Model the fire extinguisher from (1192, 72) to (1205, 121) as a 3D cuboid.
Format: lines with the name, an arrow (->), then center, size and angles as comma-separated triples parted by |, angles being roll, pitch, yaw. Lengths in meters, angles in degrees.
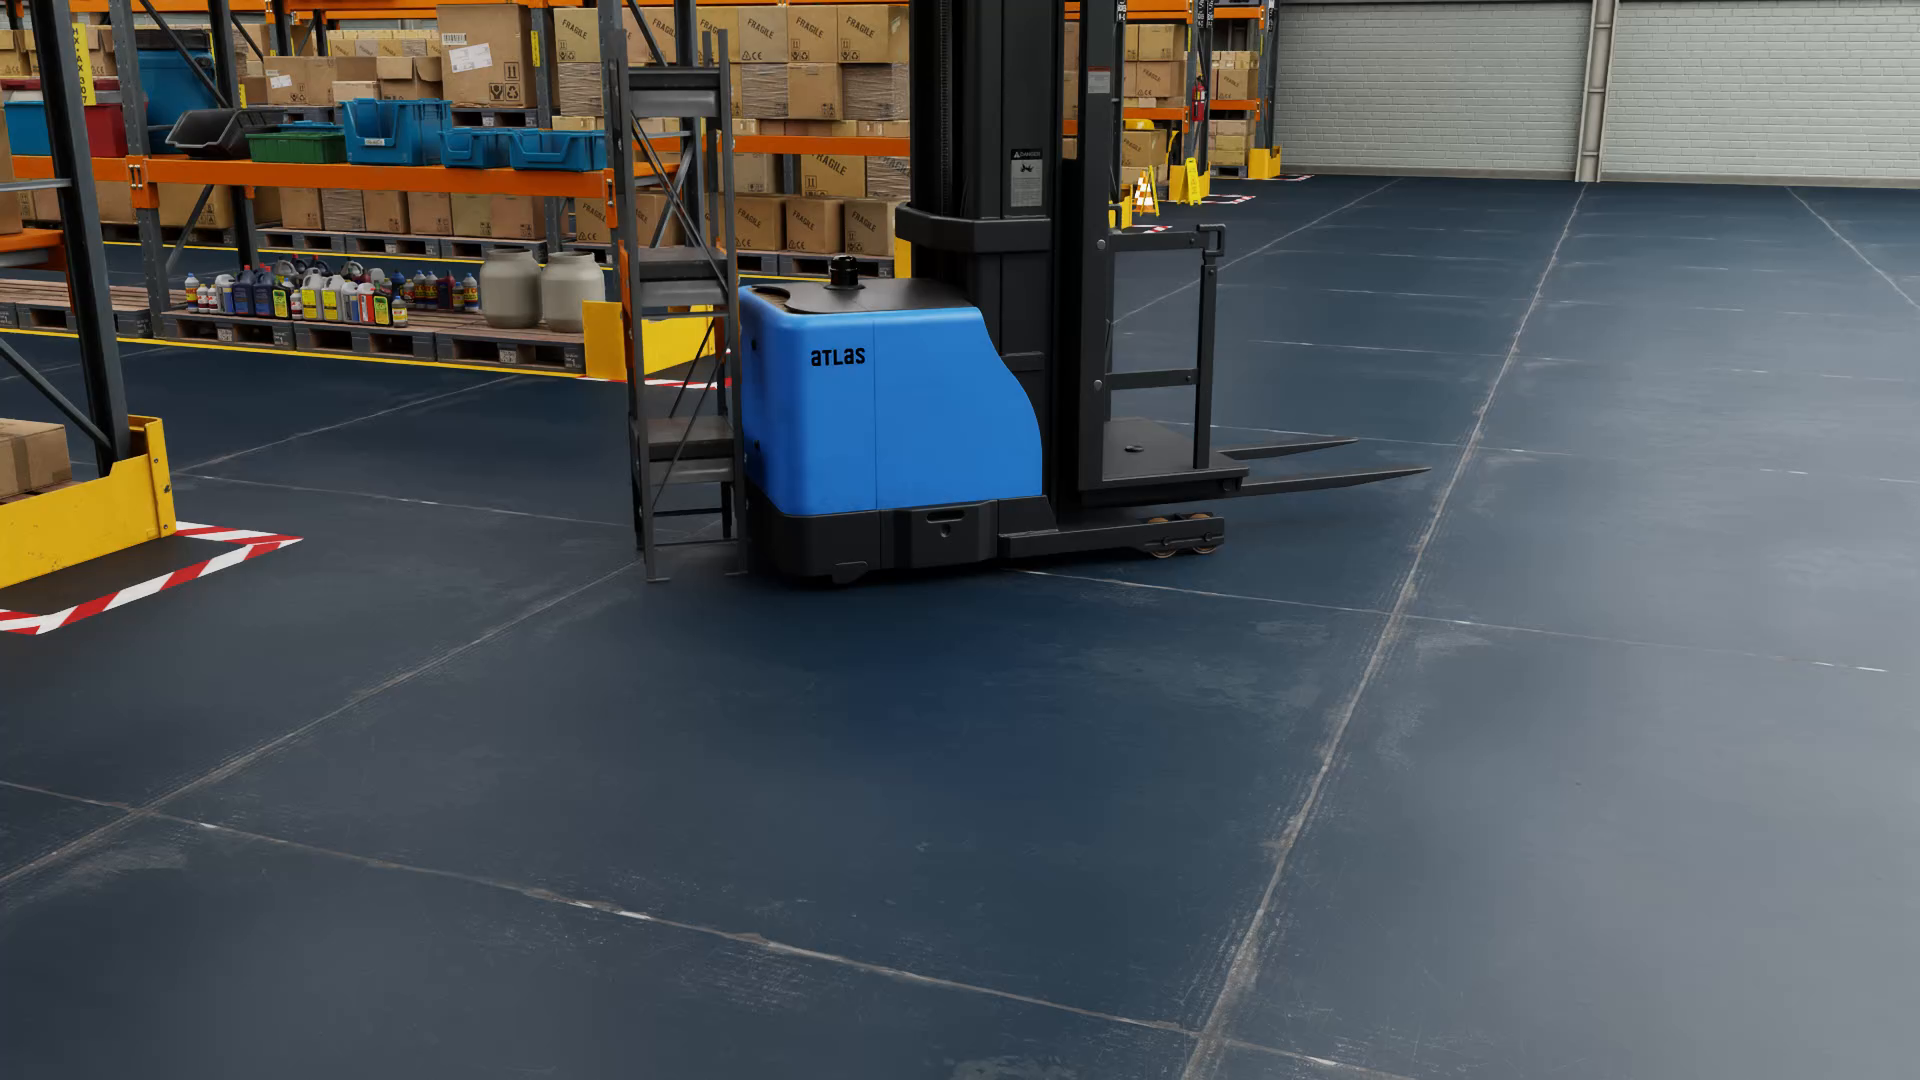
fire extinguisher -> 3.398, -6.322, 23.709 | 0.183, 0.674, 0.296 | 6, 17, 21

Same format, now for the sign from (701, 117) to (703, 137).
sign -> -1.787, -2.911, 11.323 | 0.005, 0.325, 0.100 | 6, 17, 21

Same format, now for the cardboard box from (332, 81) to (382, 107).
cardboard box -> -6.143, -4.637, 17.282 | 0.500, 0.250, 0.500 | 6, 17, 19

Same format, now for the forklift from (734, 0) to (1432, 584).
forklift -> 0.587, -1.465, 6.962 | 3.031, 2.935, 1.130 | -6, 17, -18

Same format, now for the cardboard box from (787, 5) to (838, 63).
cardboard box -> -1.245, -4.633, 15.246 | 0.500, 0.500, 0.500 | 6, 17, 21

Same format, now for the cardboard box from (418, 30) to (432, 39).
cardboard box -> -9.027, -8.627, 28.374 | 0.250, 0.149, 0.380 | 6, 17, 20

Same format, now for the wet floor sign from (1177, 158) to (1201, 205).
wet floor sign -> 3.245, -5.063, 23.455 | 0.232, 0.644, 0.267 | 14, 21, 40

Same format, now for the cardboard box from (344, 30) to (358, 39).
cardboard box -> -10.473, -8.772, 28.872 | 0.250, 0.149, 0.380 | 6, 17, 19

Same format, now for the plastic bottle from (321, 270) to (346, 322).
plastic bottle -> -4.371, -1.712, 11.652 | 0.185, 0.351, 0.144 | 7, 18, 23

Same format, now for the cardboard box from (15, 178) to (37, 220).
cardboard box -> -10.736, -4.269, 19.555 | 0.875, 0.875, 1.225 | 6, 17, 21

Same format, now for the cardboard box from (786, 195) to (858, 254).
cardboard box -> -1.319, -3.042, 16.001 | 0.500, 0.500, 0.500 | 12, 20, 35

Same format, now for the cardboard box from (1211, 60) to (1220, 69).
cardboard box -> 4.386, -8.161, 28.563 | 0.250, 0.149, 0.380 | 7, 17, 22

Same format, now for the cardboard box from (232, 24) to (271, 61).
cardboard box -> -9.961, -7.073, 23.650 | 0.500, 0.500, 0.500 | 6, 17, 19

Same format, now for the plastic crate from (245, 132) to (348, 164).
plastic crate -> -4.554, -2.731, 11.580 | 0.662, 0.188, 0.450 | 6, 17, 21

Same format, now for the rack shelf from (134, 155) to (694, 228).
rack shelf -> -3.853, -2.495, 11.677 | 4.000, 0.370, 1.077 | 6, 17, 21

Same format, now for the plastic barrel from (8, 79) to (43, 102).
plastic barrel -> -7.206, -3.340, 13.054 | 0.433, 0.535, 0.433 | 0, 16, 0

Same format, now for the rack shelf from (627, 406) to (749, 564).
rack shelf -> -1.112, -0.234, 6.773 | 0.431, 0.518, 0.480 | -4, 17, -15

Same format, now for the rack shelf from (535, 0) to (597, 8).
rack shelf -> -2.036, -5.220, 15.683 | 4.000, 0.370, 1.077 | 6, 17, 21

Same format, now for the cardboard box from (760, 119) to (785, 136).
cardboard box -> -1.685, -3.899, 15.673 | 0.250, 0.149, 0.380 | 6, 17, 21

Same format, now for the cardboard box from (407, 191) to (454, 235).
cardboard box -> -5.417, -3.519, 17.610 | 0.500, 0.500, 0.700 | 5, 17, 16

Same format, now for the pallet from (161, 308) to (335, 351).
pallet -> -5.104, -1.626, 12.396 | 1.213, 0.211, 1.003 | 6, 17, 21

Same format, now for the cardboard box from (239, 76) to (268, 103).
cardboard box -> -7.970, -4.907, 18.516 | 0.500, 0.500, 0.500 | 7, 18, 22

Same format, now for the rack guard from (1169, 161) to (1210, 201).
rack guard -> 3.390, -5.298, 24.525 | 0.348, 0.500, 1.175 | 6, 17, 21

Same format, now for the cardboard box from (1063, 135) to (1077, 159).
cardboard box -> 1.084, -4.430, 20.110 | 0.875, 0.875, 0.875 | 6, 17, 21

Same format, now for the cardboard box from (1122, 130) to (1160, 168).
cardboard box -> 2.620, -5.746, 24.419 | 0.500, 0.500, 0.500 | 6, 17, 21

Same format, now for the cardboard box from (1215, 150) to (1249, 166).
cardboard box -> 4.726, -6.625, 28.794 | 0.500, 0.250, 0.500 | 6, 17, 21

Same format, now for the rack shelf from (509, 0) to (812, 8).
rack shelf -> -3.843, -6.905, 21.488 | 4.000, 0.370, 1.077 | 6, 17, 21

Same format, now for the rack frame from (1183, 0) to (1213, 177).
rack frame -> 3.461, -6.490, 24.150 | 0.127, 3.000, 1.000 | 6, 17, 21

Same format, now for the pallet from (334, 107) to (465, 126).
pallet -> -5.761, -4.454, 17.481 | 1.213, 0.211, 1.003 | 6, 17, 21

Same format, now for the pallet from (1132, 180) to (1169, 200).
pallet -> 2.647, -5.251, 24.883 | 1.213, 0.211, 1.003 | 6, 17, 21

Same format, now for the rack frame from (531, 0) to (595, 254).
rack frame -> -3.896, -4.329, 16.706 | 0.127, 3.000, 1.000 | 6, 17, 21

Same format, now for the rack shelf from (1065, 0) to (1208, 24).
rack shelf -> 1.600, -7.790, 24.537 | 4.000, 0.370, 1.077 | 6, 17, 21

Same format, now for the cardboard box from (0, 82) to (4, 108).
cardboard box -> -4.100, -1.807, 6.674 | 0.250, 0.149, 0.380 | 6, 17, 20

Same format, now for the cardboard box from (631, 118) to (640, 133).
cardboard box -> -3.100, -4.038, 16.154 | 0.250, 0.149, 0.380 | 6, 17, 21

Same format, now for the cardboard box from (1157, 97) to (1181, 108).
cardboard box -> 3.034, -6.352, 24.125 | 0.250, 0.149, 0.380 | 7, 18, 22

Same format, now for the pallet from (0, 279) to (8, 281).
pallet -> -8.728, -2.025, 13.772 | 1.213, 0.211, 1.003 | 6, 17, 21

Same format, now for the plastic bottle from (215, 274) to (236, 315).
plastic bottle -> -5.267, -1.776, 12.006 | 0.135, 0.276, 0.152 | 7, 18, 23

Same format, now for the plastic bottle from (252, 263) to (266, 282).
plastic bottle -> -5.062, -1.831, 12.063 | 0.185, 0.351, 0.144 | 6, 17, 21

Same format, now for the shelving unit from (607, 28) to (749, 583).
shelving unit -> -1.112, -0.919, 6.574 | 0.431, 2.100, 0.503 | -4, 17, -15

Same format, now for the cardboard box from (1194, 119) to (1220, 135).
cardboard box -> 4.259, -7.156, 28.829 | 0.500, 0.250, 0.500 | 7, 17, 22

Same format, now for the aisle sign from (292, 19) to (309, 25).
aisle sign -> -11.597, -9.308, 29.191 | 0.004, 0.787, 0.394 | 6, 17, 21

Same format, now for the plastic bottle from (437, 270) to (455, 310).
plastic bottle -> -3.769, -1.836, 12.202 | 0.133, 0.283, 0.061 | 7, 17, 22

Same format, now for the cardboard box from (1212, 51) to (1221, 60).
cardboard box -> 4.374, -8.299, 28.505 | 0.250, 0.149, 0.380 | 7, 17, 22

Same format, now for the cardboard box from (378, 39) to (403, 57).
cardboard box -> -9.652, -8.380, 28.685 | 0.500, 0.500, 0.500 | 6, 17, 21

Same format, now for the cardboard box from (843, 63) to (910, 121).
cardboard box -> -0.677, -4.174, 15.459 | 0.500, 0.500, 0.875 | 6, 17, 21

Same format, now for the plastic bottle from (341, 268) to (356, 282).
plastic bottle -> -4.544, -1.878, 12.347 | 0.133, 0.283, 0.061 | 6, 17, 21

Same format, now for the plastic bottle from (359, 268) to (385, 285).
plastic bottle -> -4.380, -1.886, 12.388 | 0.135, 0.276, 0.152 | 7, 17, 22

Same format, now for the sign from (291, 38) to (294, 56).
sign -> -7.427, -5.398, 18.453 | 0.005, 0.325, 0.100 | 6, 17, 21

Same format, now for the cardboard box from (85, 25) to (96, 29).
cardboard box -> -12.825, -7.389, 24.740 | 0.500, 0.500, 0.500 | 6, 17, 20

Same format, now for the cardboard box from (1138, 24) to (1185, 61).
cardboard box -> 2.906, -7.157, 23.940 | 0.500, 0.500, 0.700 | 6, 17, 19

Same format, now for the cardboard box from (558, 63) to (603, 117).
cardboard box -> -3.500, -4.458, 16.437 | 0.500, 0.500, 0.875 | 6, 17, 21
